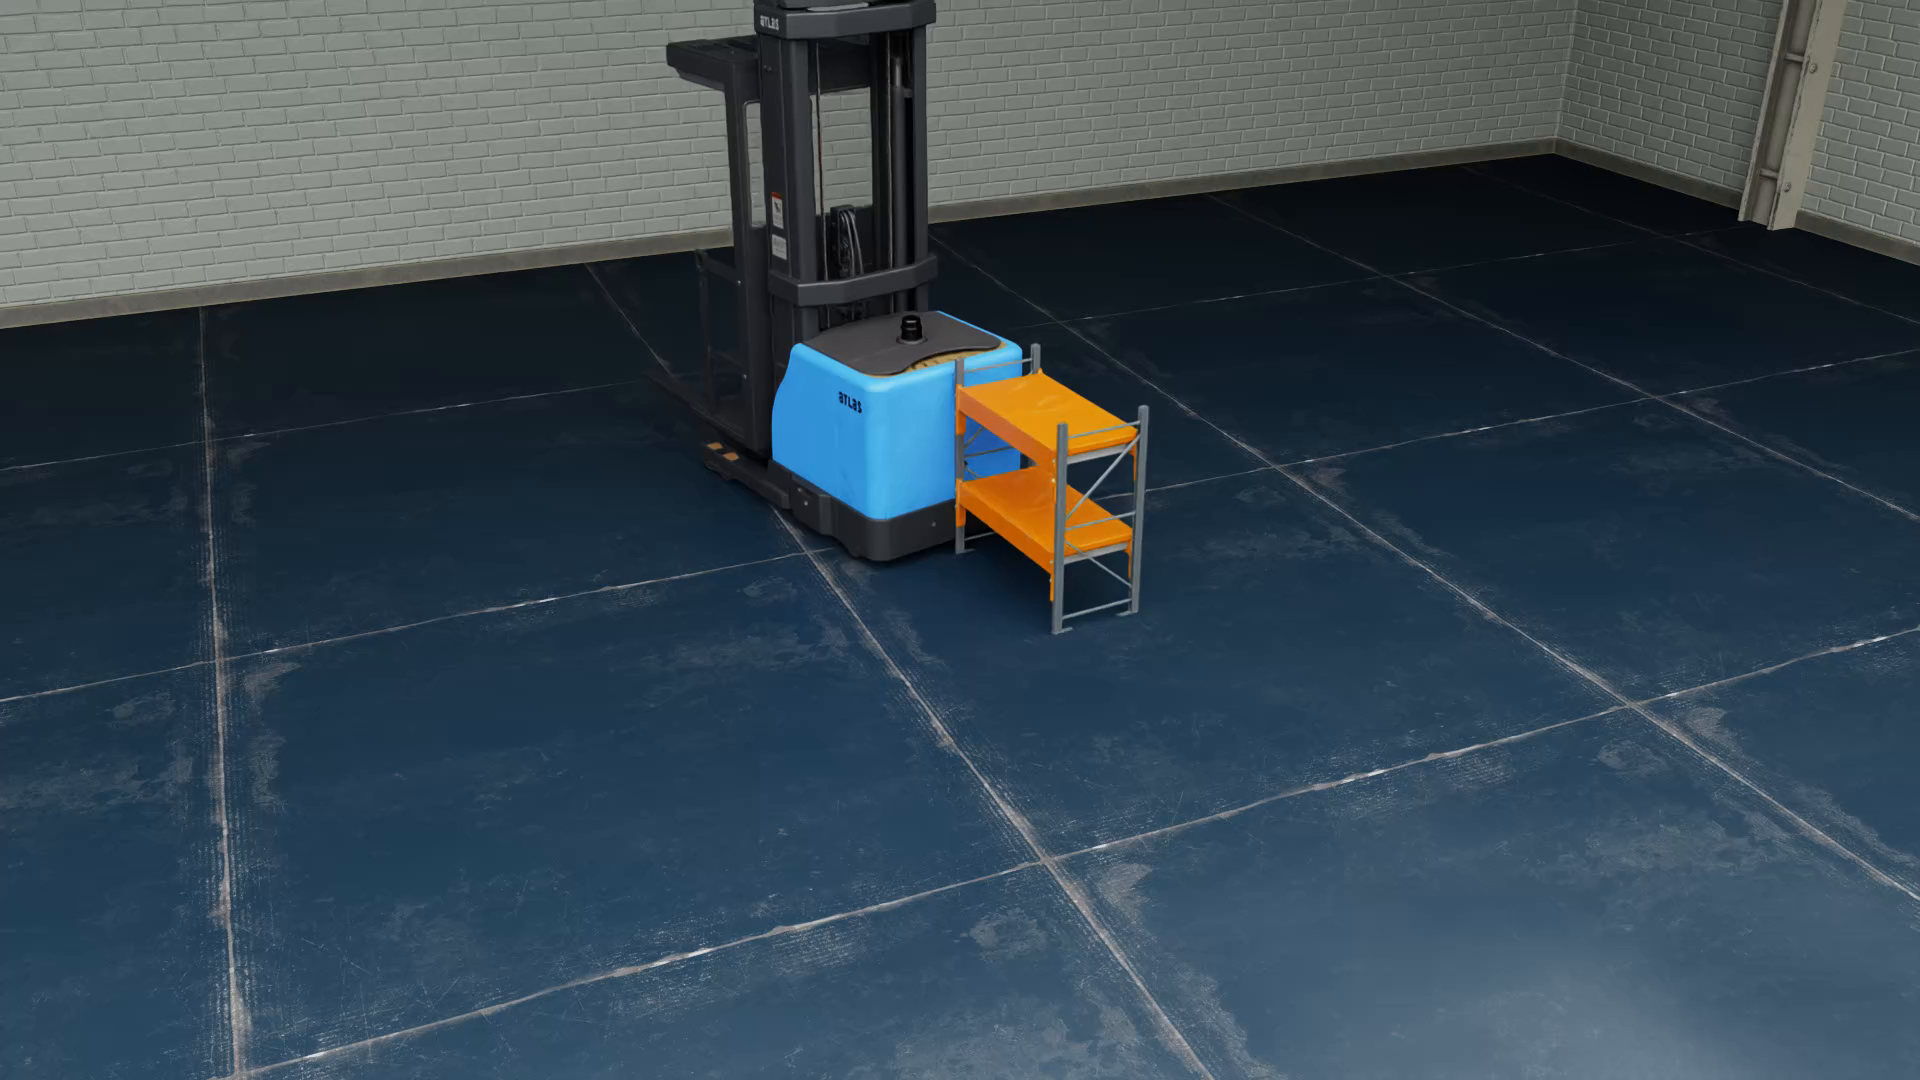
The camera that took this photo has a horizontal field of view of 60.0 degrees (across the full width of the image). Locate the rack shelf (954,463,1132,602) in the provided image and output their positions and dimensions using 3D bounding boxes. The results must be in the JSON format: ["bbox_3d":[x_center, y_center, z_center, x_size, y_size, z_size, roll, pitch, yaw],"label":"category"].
[{"bbox_3d":[0.442,-0.065,8.659,0.538,0.278,1.000,-13,29,-25],"label":"rack shelf"}]

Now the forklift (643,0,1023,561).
[{"bbox_3d":[-0.930,-1.790,9.576,1.130,2.935,3.031,-18,31,-33],"label":"forklift"}]

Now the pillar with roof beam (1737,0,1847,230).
[{"bbox_3d":[3.398,-6.195,11.682,9.100,9.000,0.400,-11,28,-21],"label":"pillar with roof beam"}]

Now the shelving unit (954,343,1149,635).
[{"bbox_3d":[0.442,-0.285,8.551,0.538,1.125,1.048,-13,29,-25],"label":"shelving unit"}]

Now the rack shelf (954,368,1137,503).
[{"bbox_3d":[0.442,-0.548,8.423,0.538,0.278,1.000,-13,29,-25],"label":"rack shelf"}]

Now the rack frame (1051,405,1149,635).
[{"bbox_3d":[0.684,-0.089,8.150,0.500,1.125,0.032,-13,29,-25],"label":"rack frame"}]

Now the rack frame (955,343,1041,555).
[{"bbox_3d":[0.200,-0.481,8.953,0.500,1.125,0.032,-13,29,-25],"label":"rack frame"}]
